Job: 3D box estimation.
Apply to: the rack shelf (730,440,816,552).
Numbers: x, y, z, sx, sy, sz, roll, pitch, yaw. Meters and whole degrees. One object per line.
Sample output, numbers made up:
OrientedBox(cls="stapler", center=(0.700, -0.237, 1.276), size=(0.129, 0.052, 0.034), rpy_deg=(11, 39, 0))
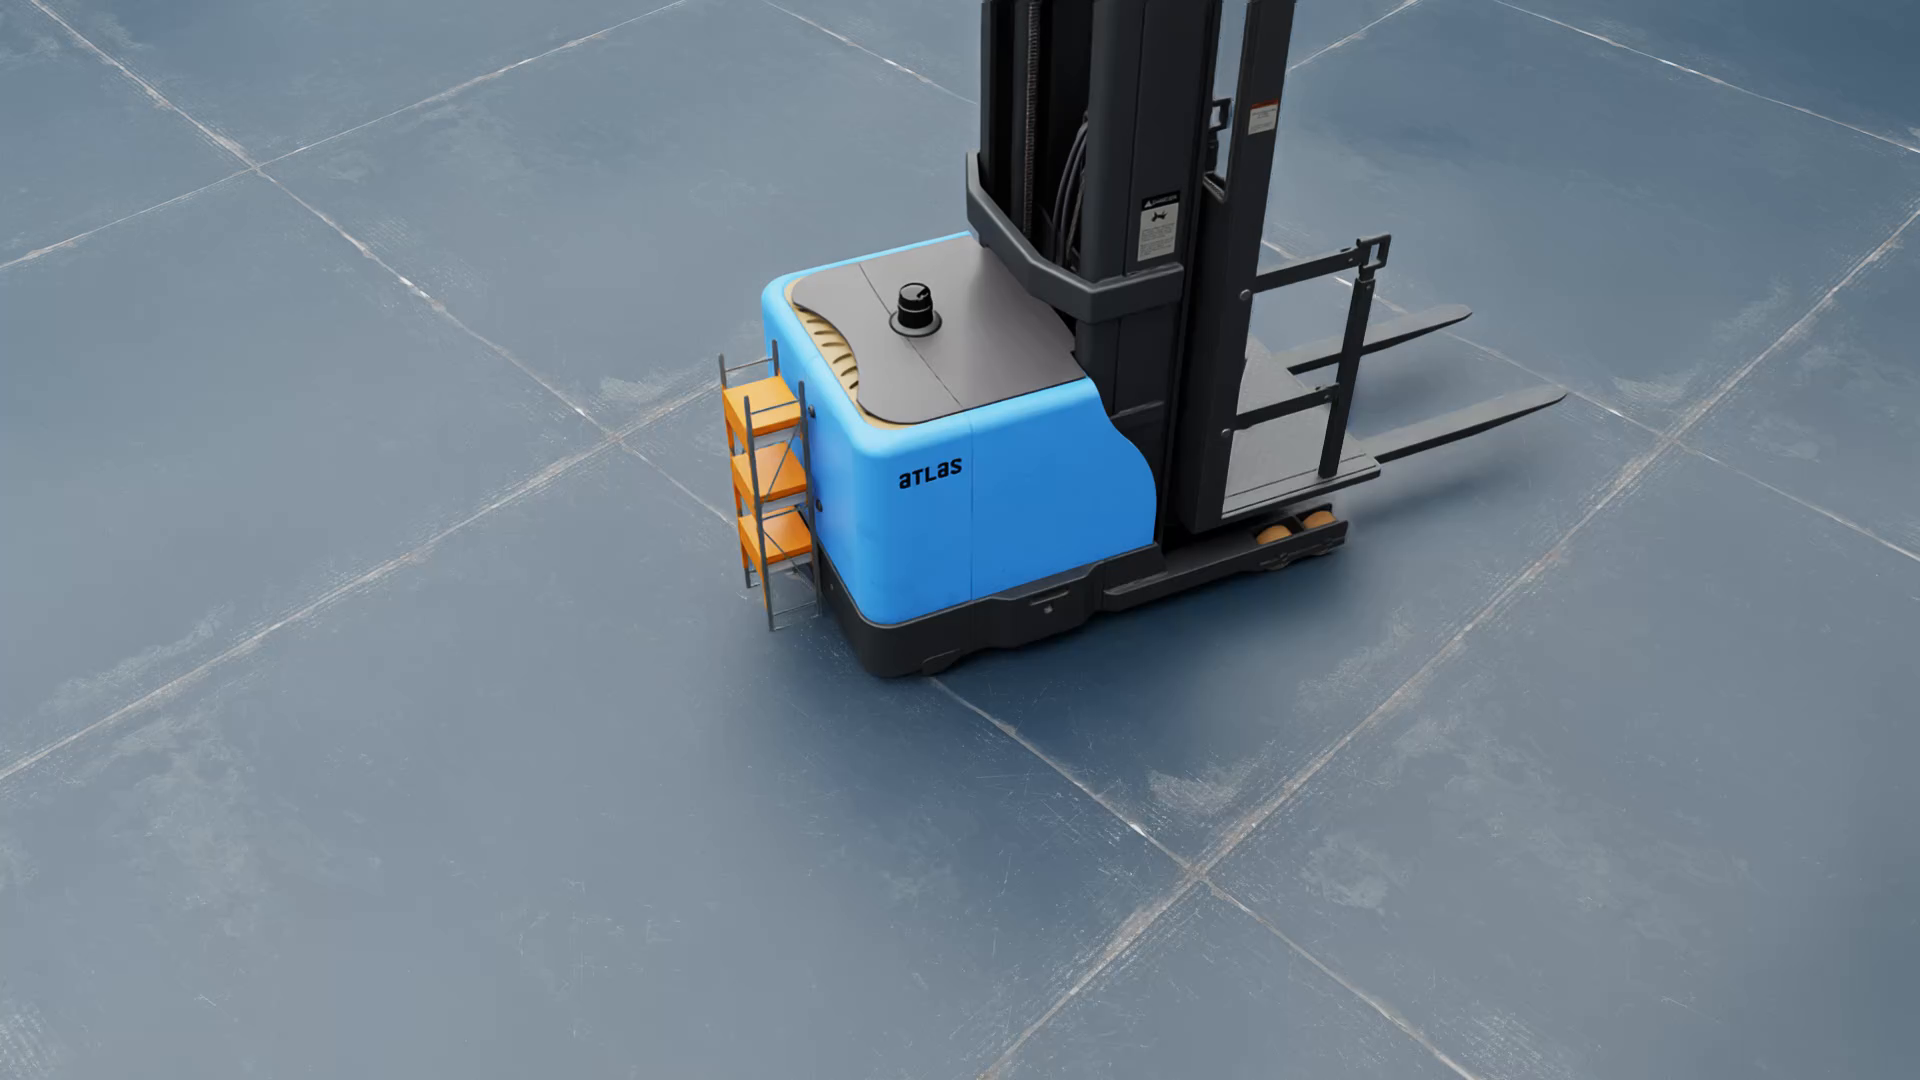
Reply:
OrientedBox(cls="rack shelf", center=(-0.636, -0.156, 5.661), size=(0.215, 0.259, 0.240), rpy_deg=(-17, 46, -18))

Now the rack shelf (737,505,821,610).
OrientedBox(cls="rack shelf", center=(-0.636, 0.048, 5.850), size=(0.215, 0.259, 0.240), rpy_deg=(-17, 46, -18))

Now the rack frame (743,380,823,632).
OrientedBox(cls="rack frame", center=(-0.585, -0.089, 5.572), size=(0.200, 1.050, 0.008), rpy_deg=(-17, 46, -18))

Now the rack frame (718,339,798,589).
OrientedBox(cls="rack frame", center=(-0.687, -0.239, 5.735), size=(0.200, 1.050, 0.008), rpy_deg=(-17, 46, -18))

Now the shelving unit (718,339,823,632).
OrientedBox(cls="shelving unit", center=(-0.636, -0.164, 5.654), size=(0.215, 1.050, 0.252), rpy_deg=(-17, 46, -18))

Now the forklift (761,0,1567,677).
OrientedBox(cls="forklift", center=(0.876, -1.278, 5.473), size=(3.031, 2.935, 1.130), rpy_deg=(-17, 45, -17))

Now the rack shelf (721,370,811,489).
OrientedBox(cls="rack shelf", center=(-0.636, -0.365, 5.468), size=(0.215, 0.259, 0.240), rpy_deg=(-17, 46, -18))
